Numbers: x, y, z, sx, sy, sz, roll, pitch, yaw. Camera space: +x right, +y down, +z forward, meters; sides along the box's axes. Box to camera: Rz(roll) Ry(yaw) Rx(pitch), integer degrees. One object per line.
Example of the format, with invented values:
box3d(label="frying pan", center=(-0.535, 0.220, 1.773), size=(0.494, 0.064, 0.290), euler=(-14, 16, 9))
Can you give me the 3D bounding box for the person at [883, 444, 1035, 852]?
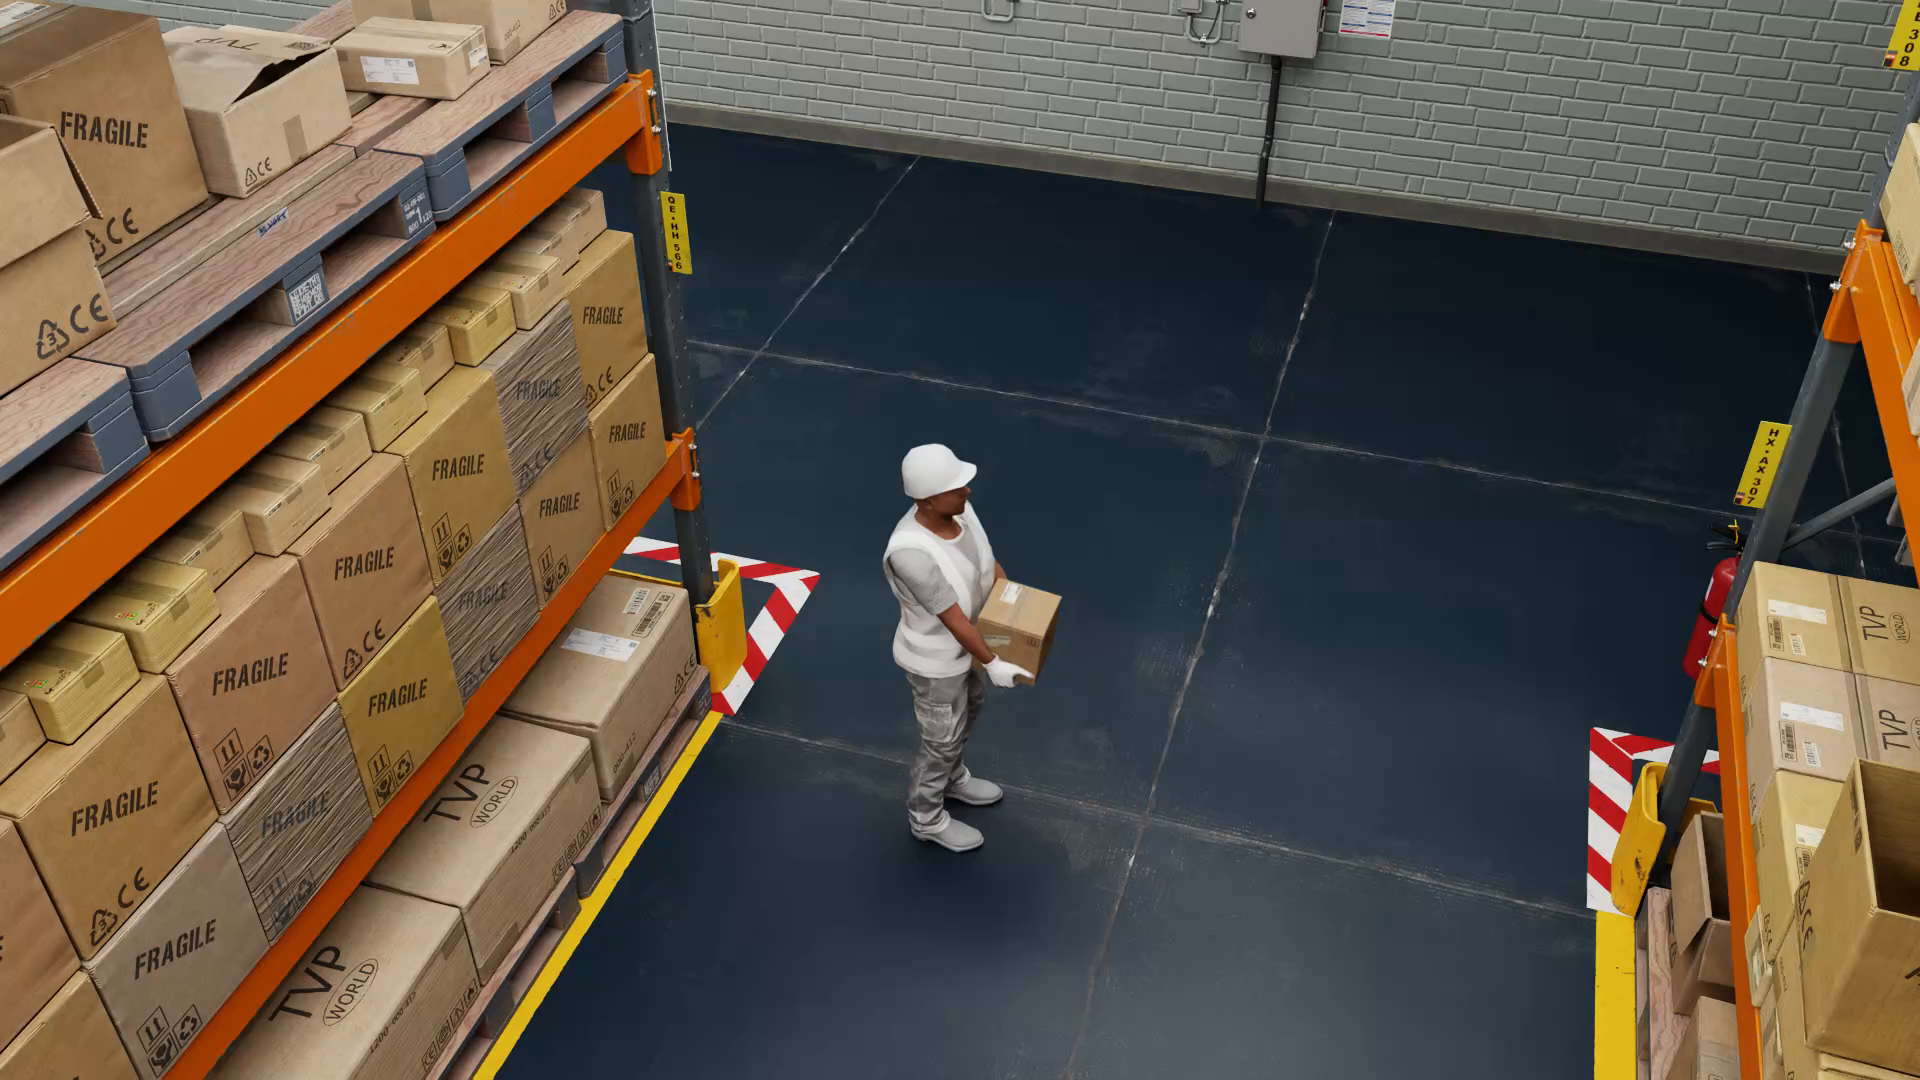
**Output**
box3d(label="person", center=(0.045, 0.422, 6.313), size=(0.581, 1.778, 0.488), euler=(11, 38, 15))
